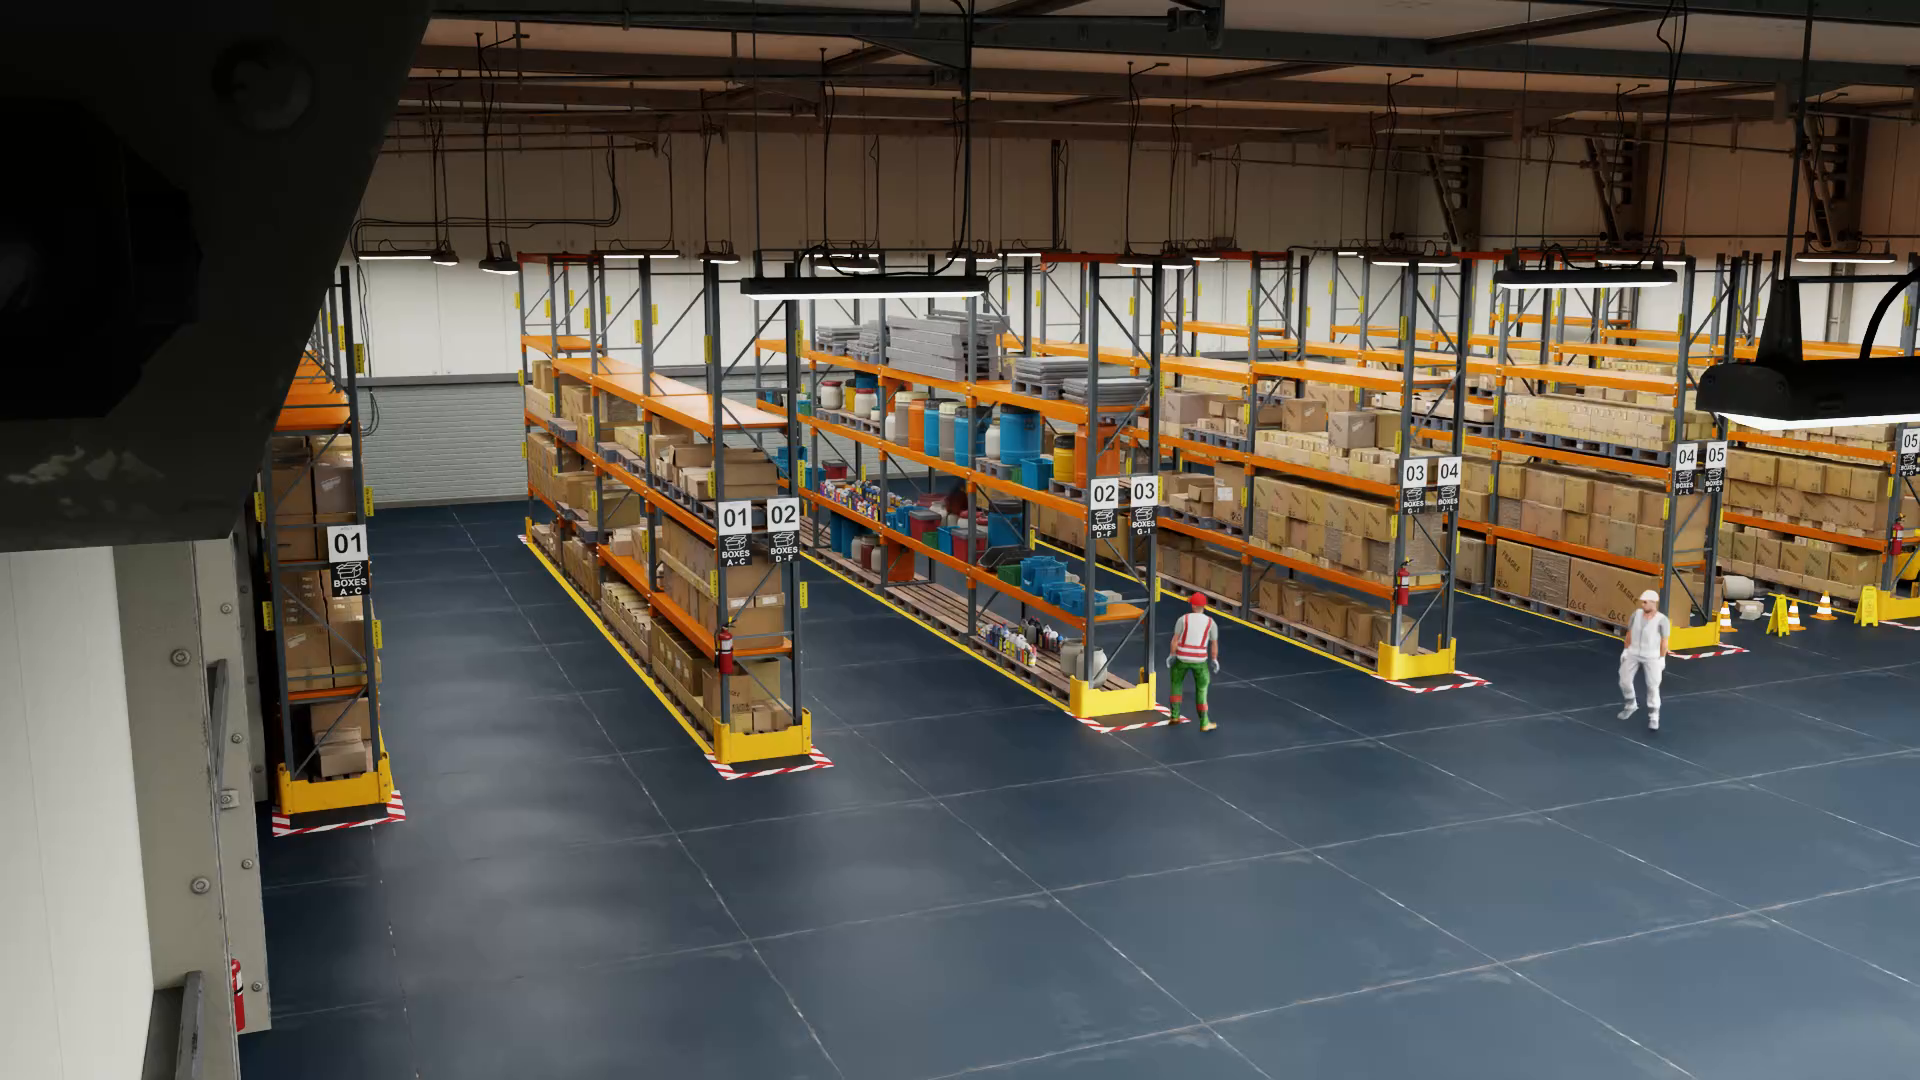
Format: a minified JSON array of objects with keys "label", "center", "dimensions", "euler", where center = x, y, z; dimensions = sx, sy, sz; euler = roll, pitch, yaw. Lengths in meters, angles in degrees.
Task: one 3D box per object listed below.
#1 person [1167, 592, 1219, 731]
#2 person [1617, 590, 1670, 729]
[{"label":"person","center":[3.010,1.573,21.523],"dimensions":[0.658,1.819,0.396],"euler":[3,11,16]},{"label":"person","center":[8.899,1.523,21.638],"dimensions":[0.586,1.793,0.454],"euler":[9,14,40]}]
